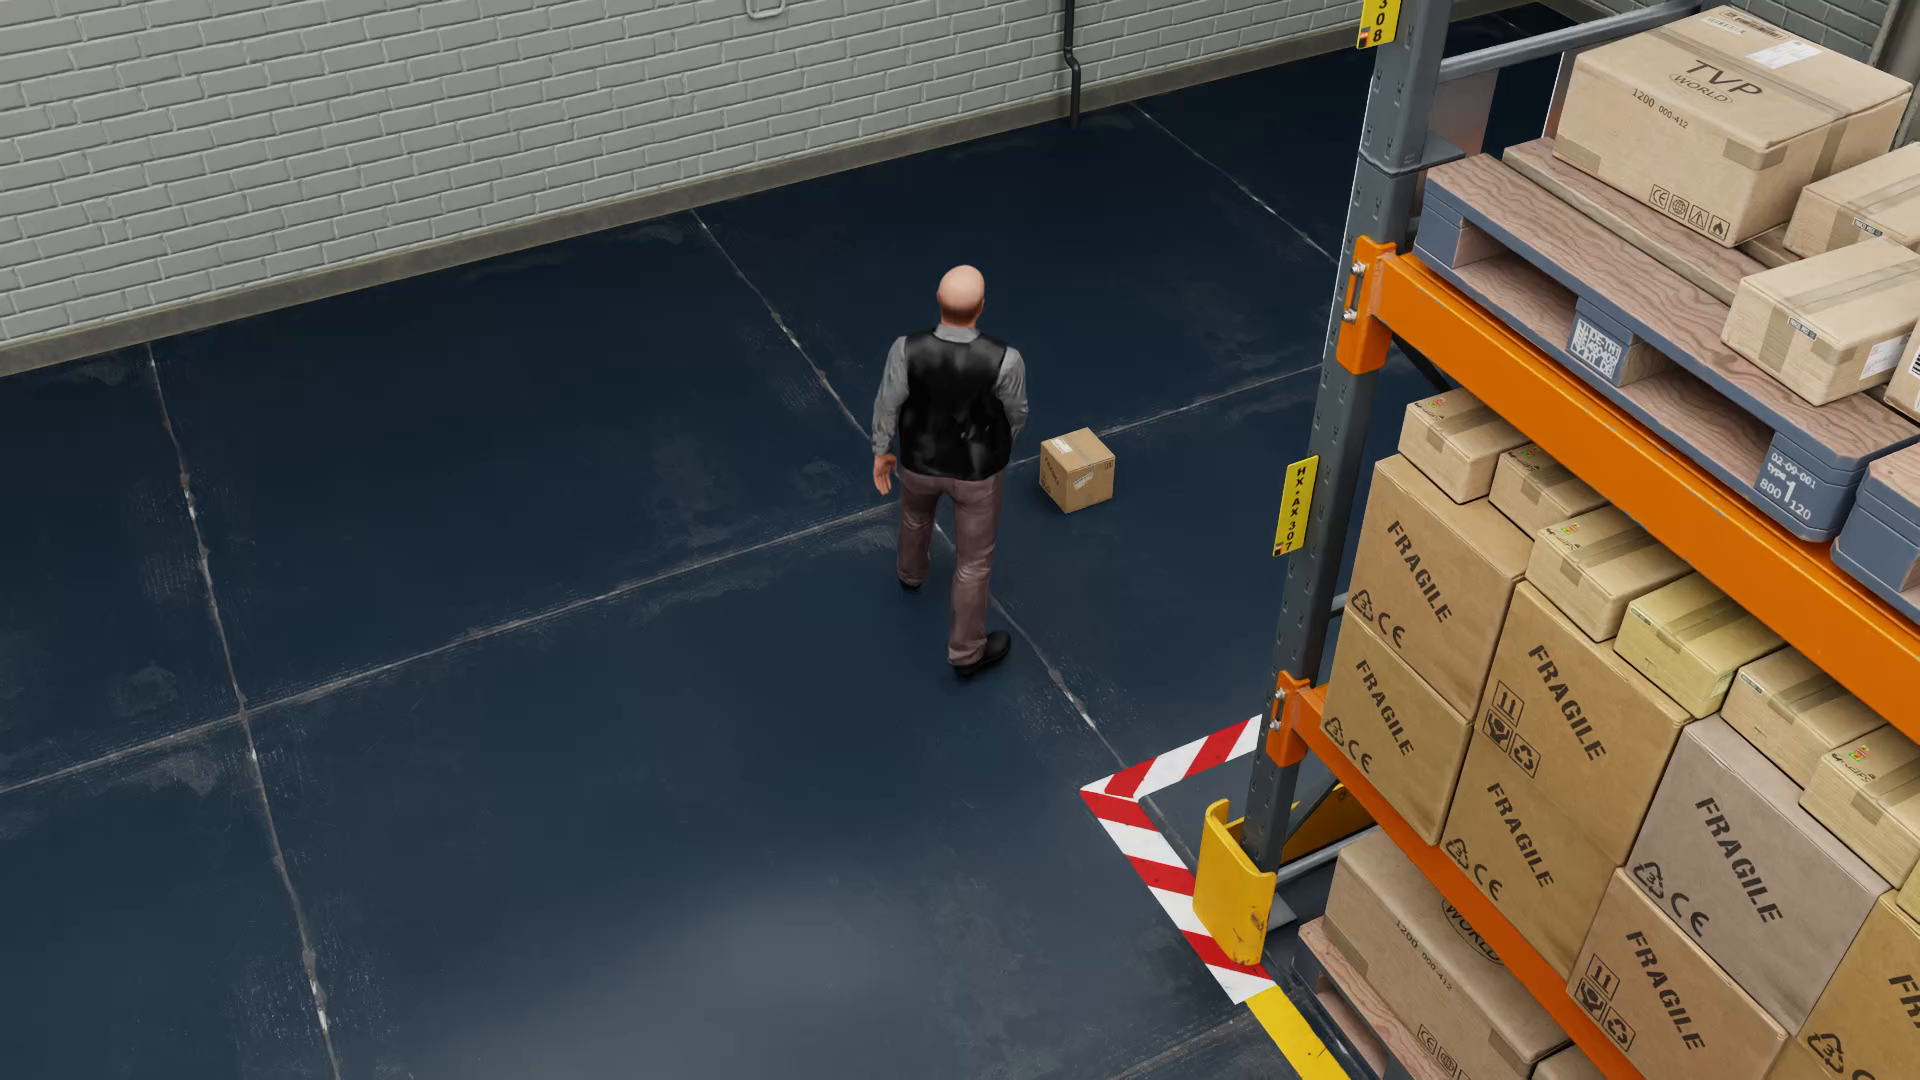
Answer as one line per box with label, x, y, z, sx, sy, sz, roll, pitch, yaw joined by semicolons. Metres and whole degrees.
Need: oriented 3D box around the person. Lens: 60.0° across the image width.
person;-0.052;-0.322;6.567;0.632;1.693;0.757;11;42;12
